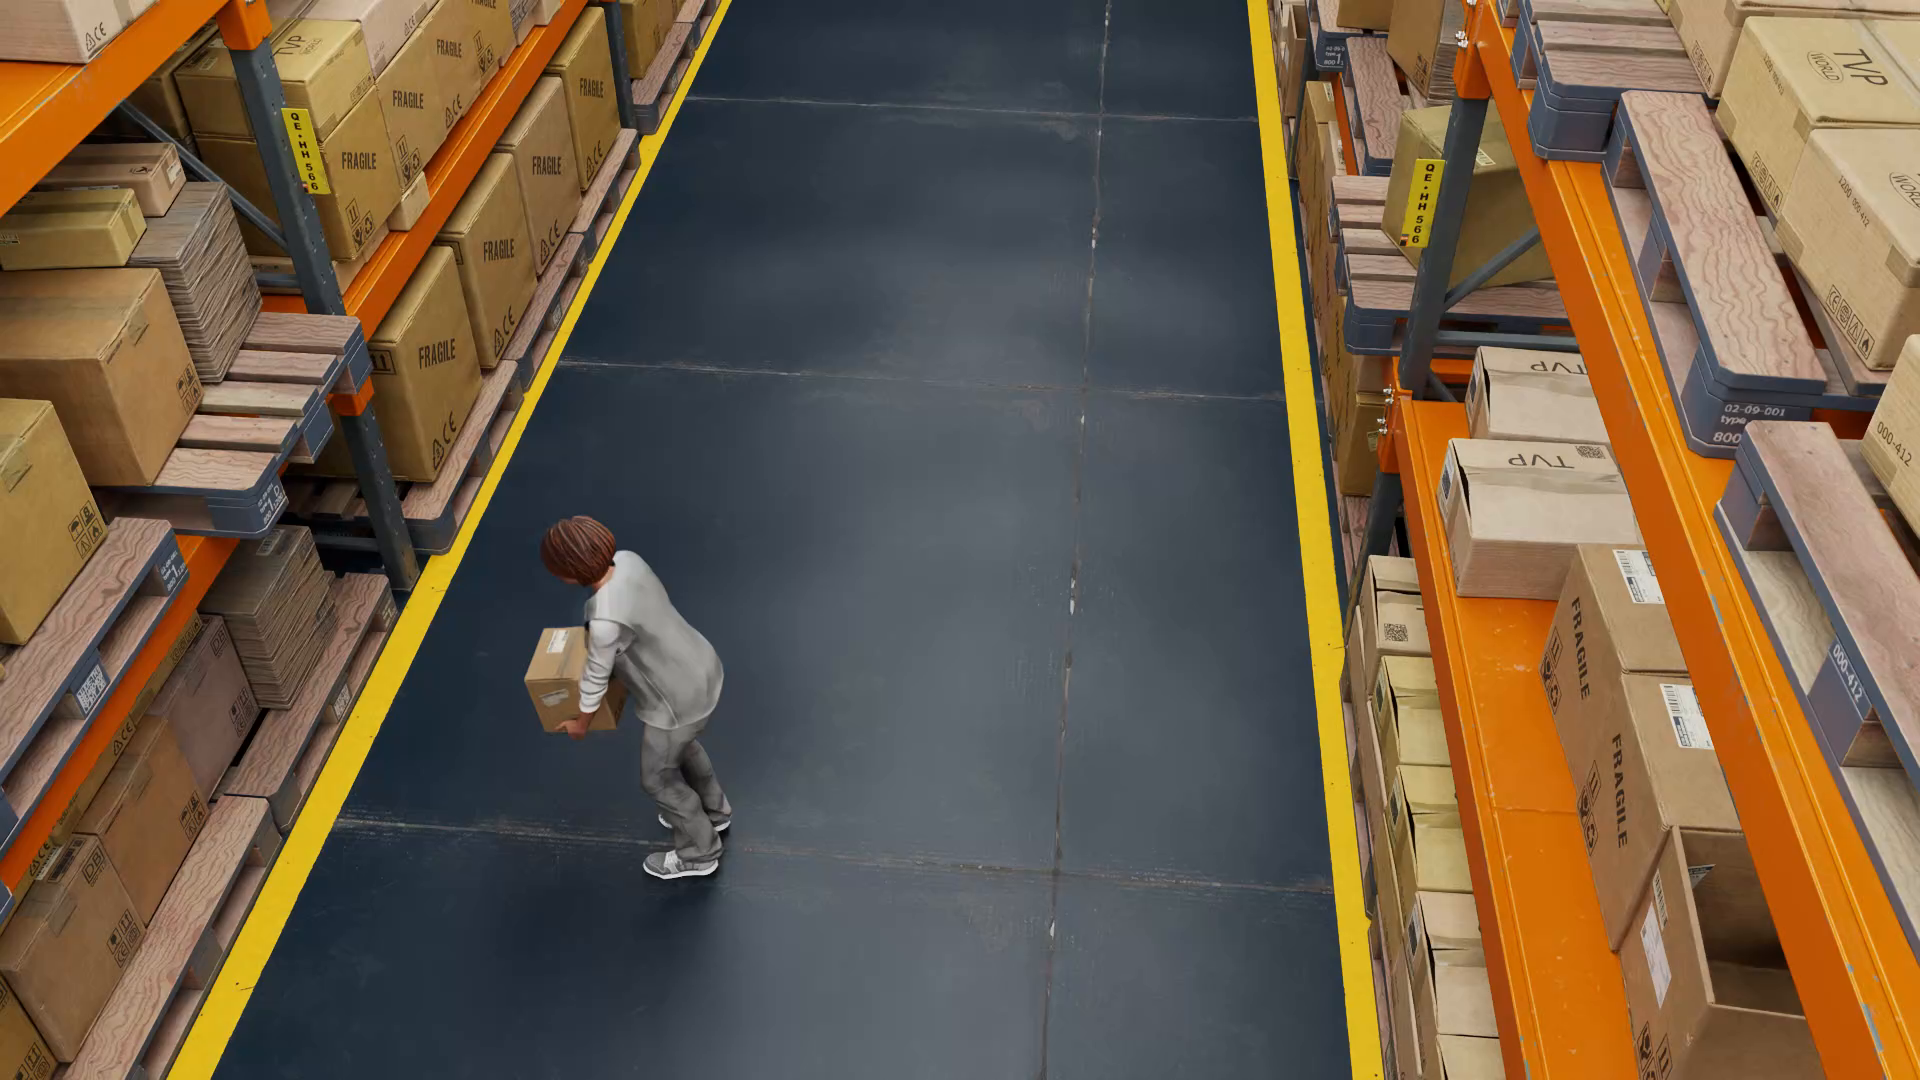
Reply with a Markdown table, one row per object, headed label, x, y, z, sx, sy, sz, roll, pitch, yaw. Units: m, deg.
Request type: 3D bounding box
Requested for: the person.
| label | x | y | z | sx | sy | sz | roll | pitch | yaw |
| --- | --- | --- | --- | --- | --- | --- | --- | --- | --- |
| person | -1.060 | 0.530 | 5.587 | 0.536 | 1.551 | 0.374 | 3 | 41 | 3 |
